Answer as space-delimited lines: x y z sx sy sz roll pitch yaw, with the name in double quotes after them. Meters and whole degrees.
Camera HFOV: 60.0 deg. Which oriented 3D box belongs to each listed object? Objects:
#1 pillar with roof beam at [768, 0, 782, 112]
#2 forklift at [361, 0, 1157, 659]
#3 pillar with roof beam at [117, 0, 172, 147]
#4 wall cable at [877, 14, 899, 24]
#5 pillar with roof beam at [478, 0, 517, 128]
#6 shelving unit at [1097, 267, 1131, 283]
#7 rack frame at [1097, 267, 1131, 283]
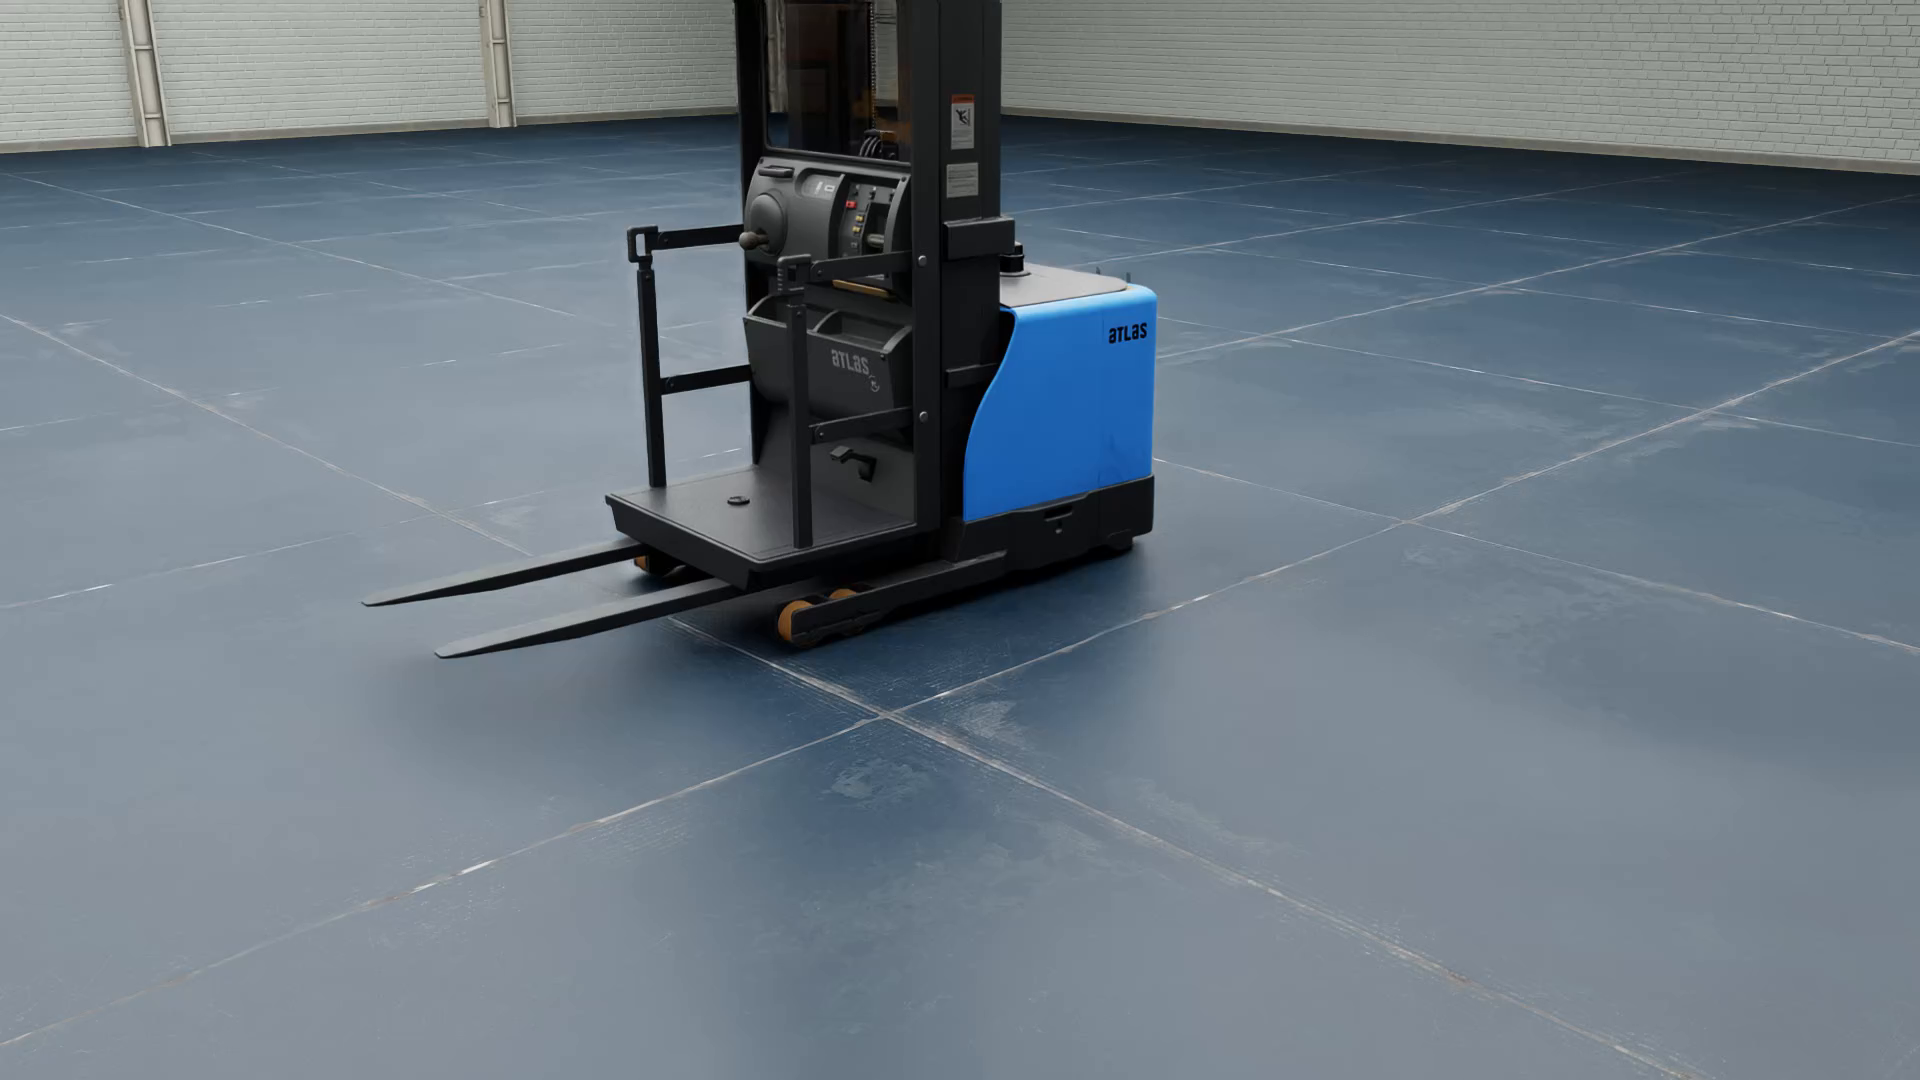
-0.907 -12.022 29.474 0.400 9.000 9.100 -16 24 -41 "pillar with roof beam"
-0.655 -1.197 5.924 3.031 2.935 1.130 -14 23 -38 "forklift"
-9.626 -9.480 21.632 0.400 9.000 9.100 -16 24 -41 "pillar with roof beam"
-0.815 -11.838 33.940 0.112 2.526 3.097 -16 24 -41 "wall cable"
-5.266 -10.751 25.553 0.400 9.000 9.100 -16 24 -41 "pillar with roof beam"
0.569 -0.643 7.265 0.252 1.050 0.215 -14 23 -38 "shelving unit"
0.663 -0.667 7.340 0.008 1.050 0.200 -14 23 -38 "rack frame"
